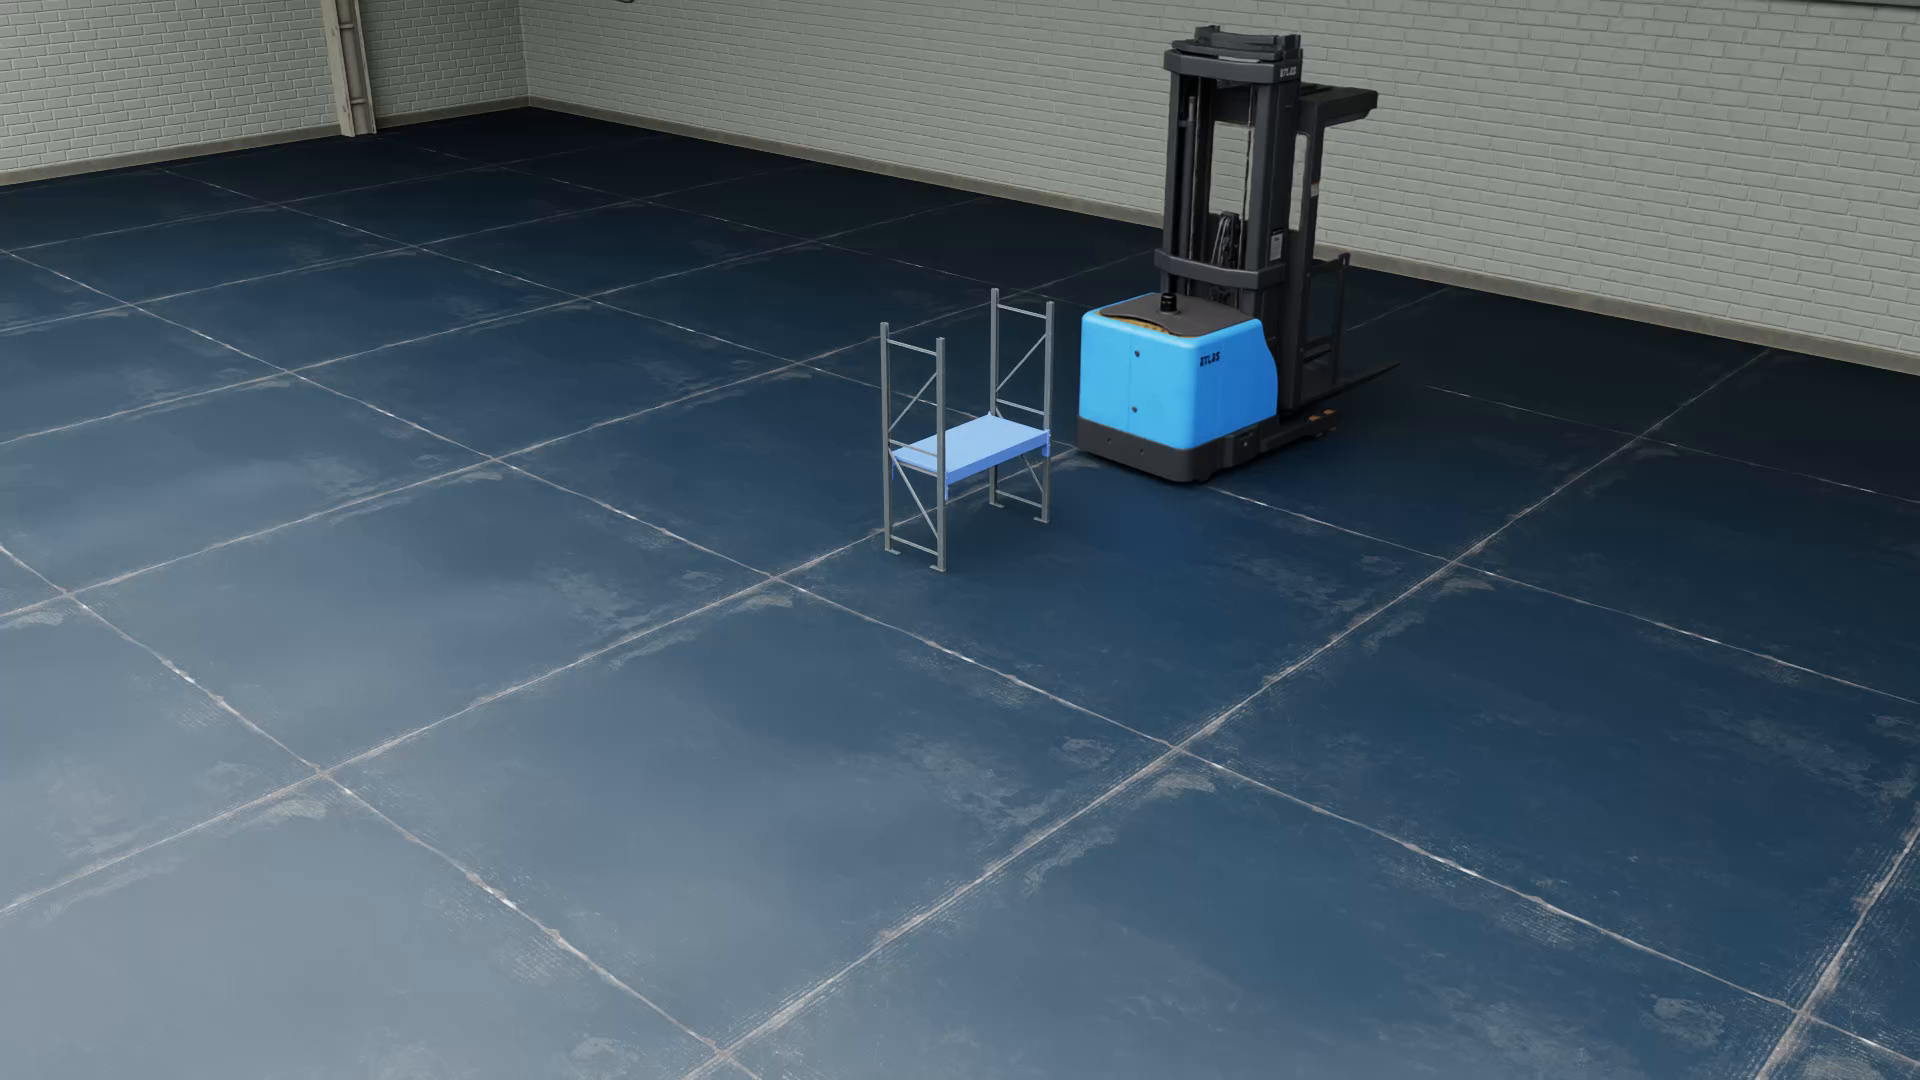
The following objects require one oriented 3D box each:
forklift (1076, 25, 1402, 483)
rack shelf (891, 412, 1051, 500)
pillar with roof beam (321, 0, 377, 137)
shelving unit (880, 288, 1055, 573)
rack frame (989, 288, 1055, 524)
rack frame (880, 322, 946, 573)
[{"bbox_3d":[2.250,-2.238,12.158,3.031,2.935,1.130,-22,32,-40],"label":"forklift"},{"bbox_3d":[0.057,-0.546,10.575,0.538,0.185,1.000,20,31,38],"label":"rack shelf"},{"bbox_3d":[-5.339,-8.708,19.172,9.100,9.000,0.400,20,31,38],"label":"pillar with roof beam"},{"bbox_3d":[0.057,-0.710,10.501,0.538,1.500,1.048,20,31,38],"label":"shelving unit"},{"bbox_3d":[0.396,-0.865,10.847,0.500,1.500,0.032,20,31,38],"label":"rack frame"},{"bbox_3d":[-0.282,-0.555,10.156,0.500,1.500,0.032,20,31,38],"label":"rack frame"}]
